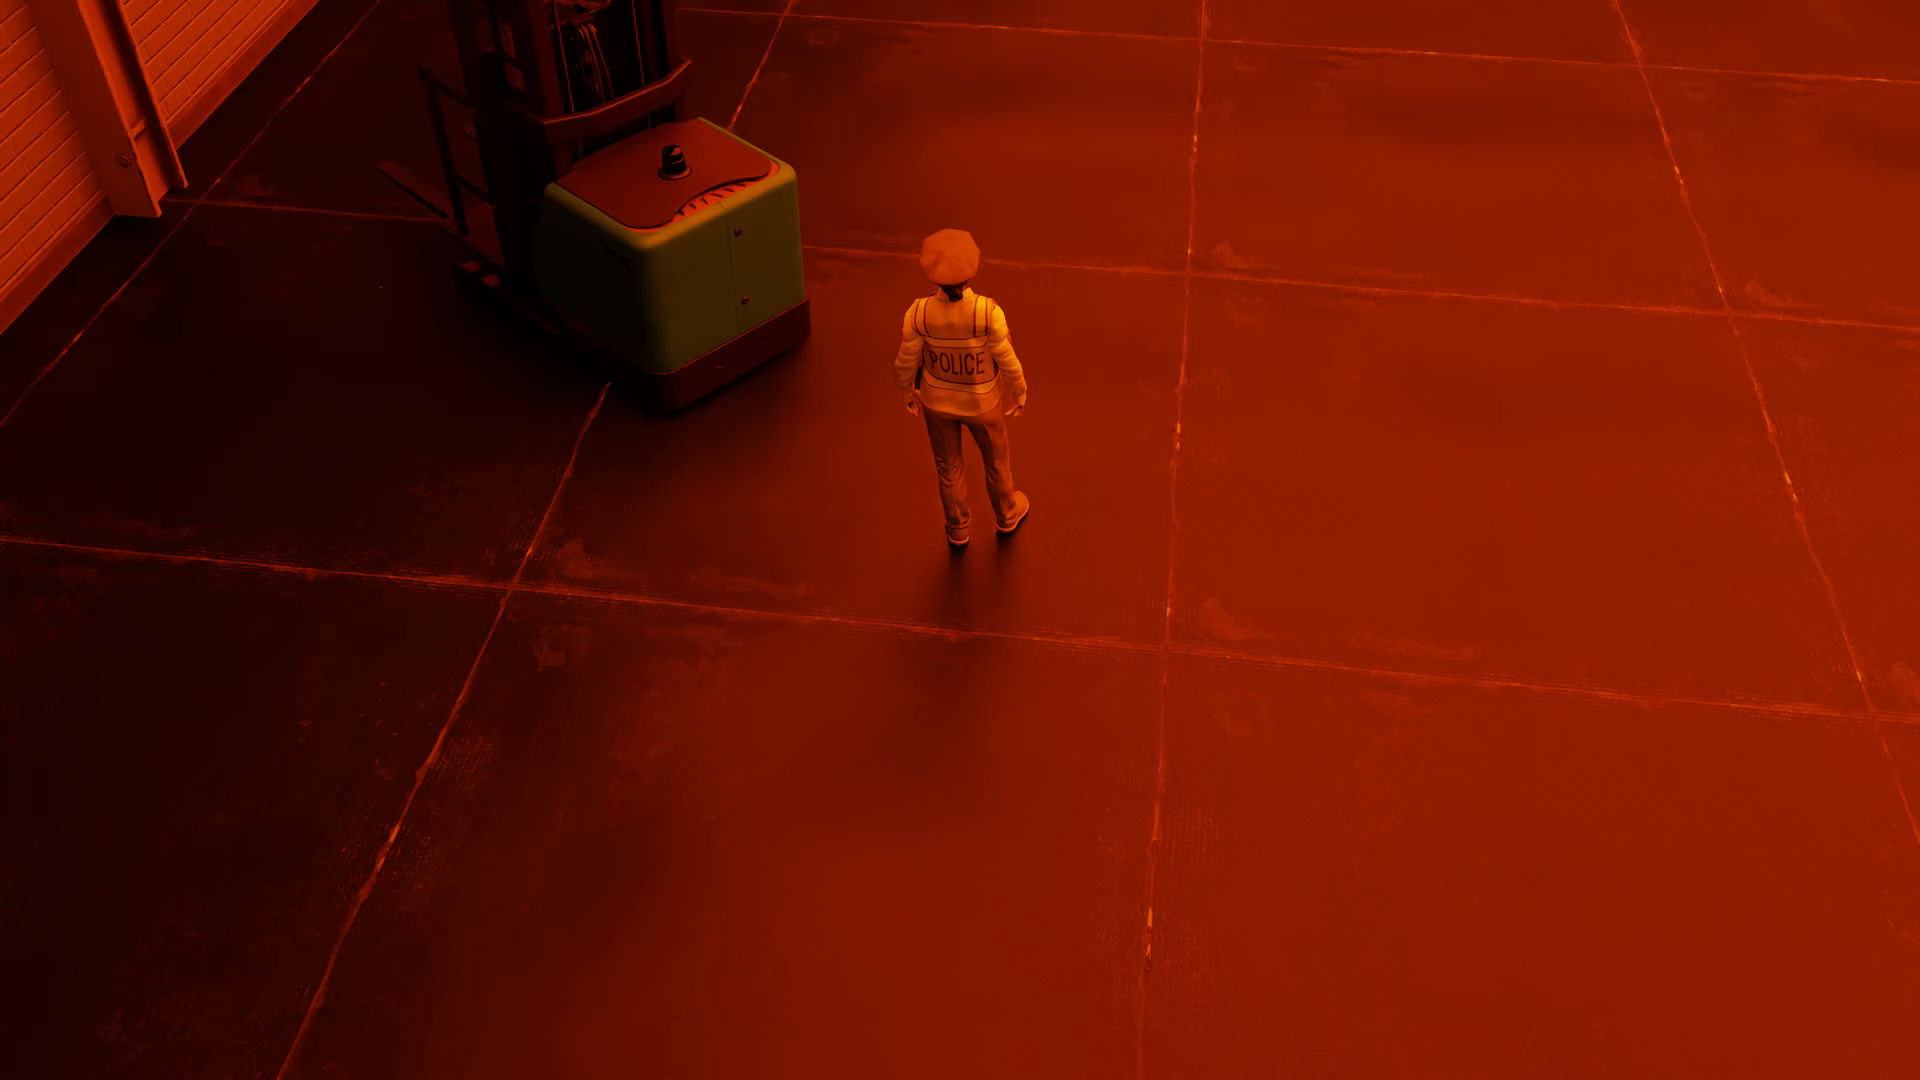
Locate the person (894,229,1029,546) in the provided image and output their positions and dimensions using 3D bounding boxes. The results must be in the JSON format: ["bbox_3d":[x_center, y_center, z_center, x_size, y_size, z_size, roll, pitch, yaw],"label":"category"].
[{"bbox_3d":[0.016,-0.675,7.362,0.586,1.694,0.532,5,43,6],"label":"person"}]

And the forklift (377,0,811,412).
[{"bbox_3d":[-2.208,-2.622,8.578,3.031,2.935,1.130,34,52,31],"label":"forklift"}]
